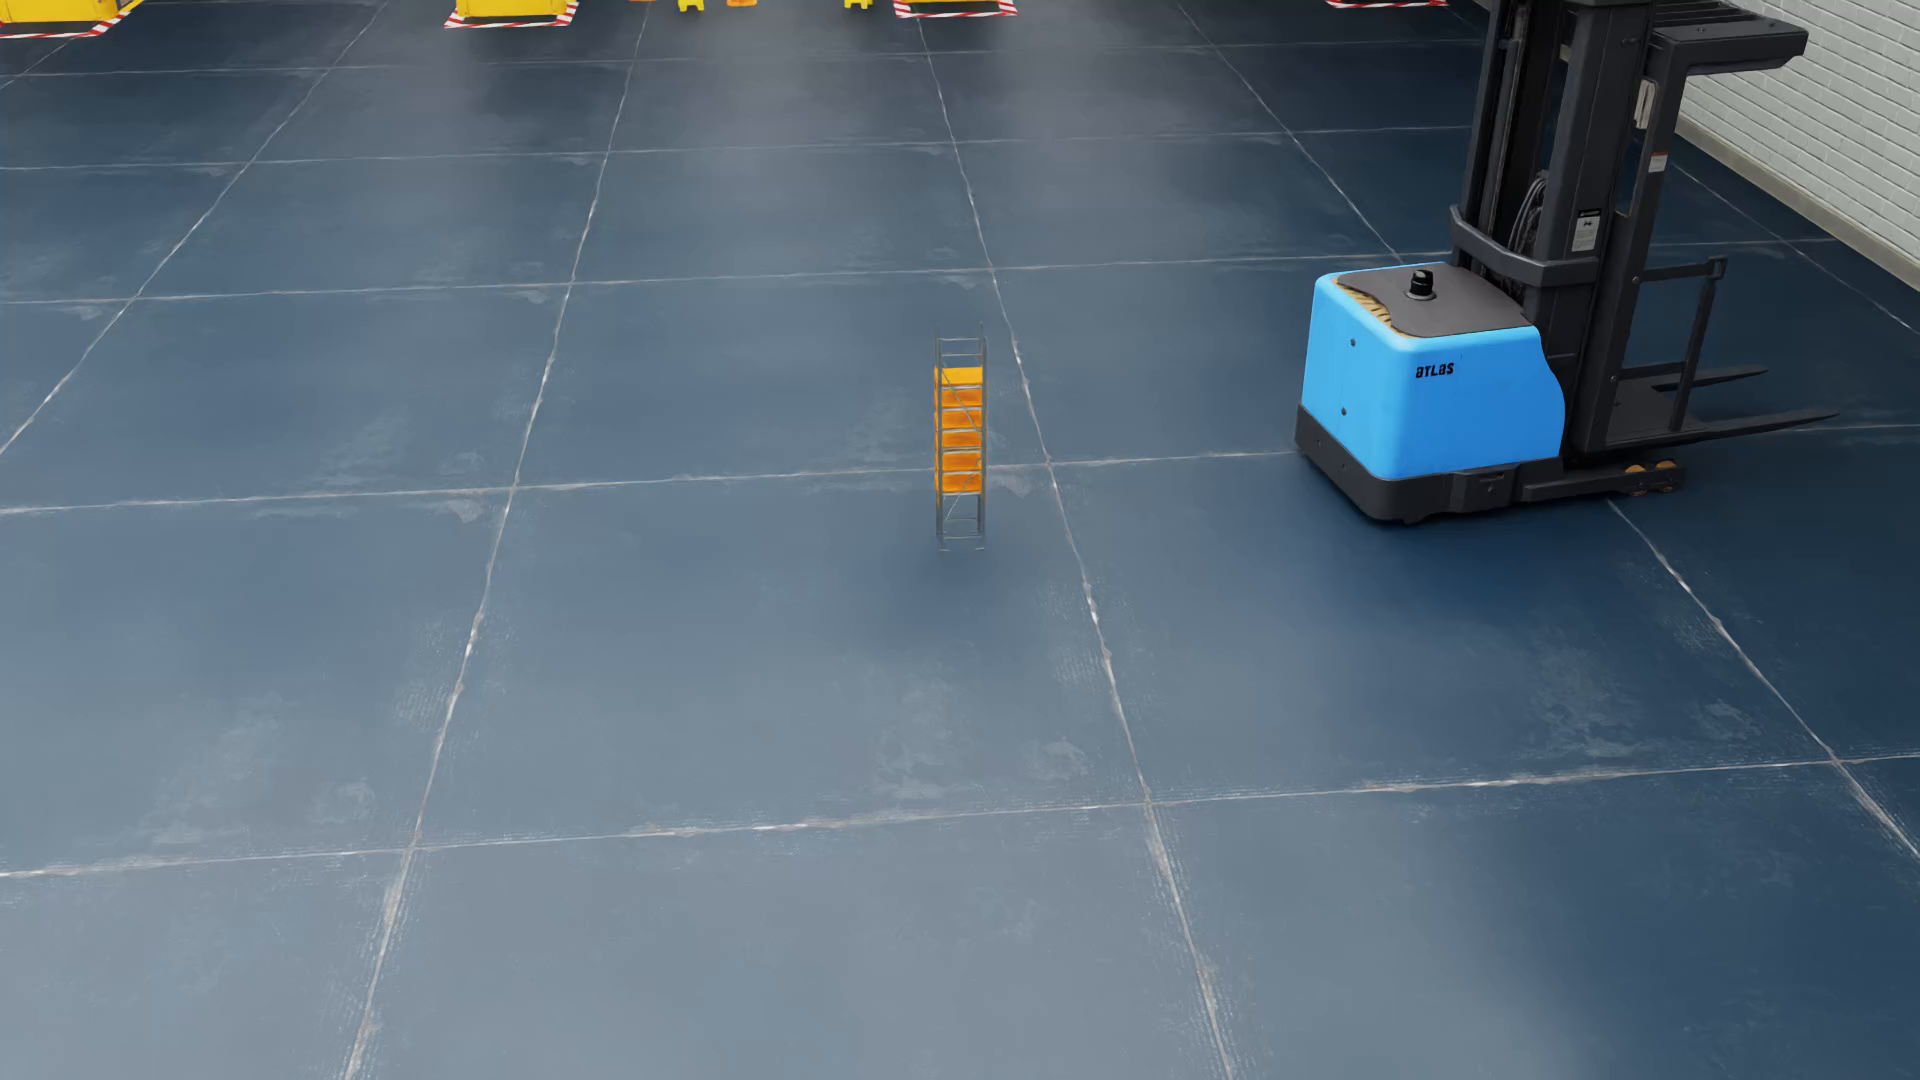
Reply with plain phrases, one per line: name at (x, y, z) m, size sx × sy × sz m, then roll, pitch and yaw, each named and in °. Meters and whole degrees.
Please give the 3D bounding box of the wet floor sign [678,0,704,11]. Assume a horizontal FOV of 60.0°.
wet floor sign at (-3.046, -6.295, 18.660) m, size 0.267 × 0.644 × 0.232 m, roll -8°, pitch 32°, yaw -13°

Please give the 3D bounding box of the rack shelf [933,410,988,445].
rack shelf at (0.001, -0.573, 8.391) m, size 0.258 × 0.103 × 0.180 m, roll -3°, pitch 31°, yaw -5°

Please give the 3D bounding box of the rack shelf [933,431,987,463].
rack shelf at (0.001, -0.470, 8.453) m, size 0.258 × 0.103 × 0.180 m, roll -3°, pitch 31°, yaw -5°

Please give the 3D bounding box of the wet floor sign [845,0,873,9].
wet floor sign at (-1.149, -6.355, 18.761) m, size 0.267 × 0.644 × 0.232 m, roll 8°, pitch 32°, yaw 13°

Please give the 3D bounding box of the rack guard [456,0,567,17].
rack guard at (-5.018, -6.140, 18.542) m, size 1.175 × 0.500 × 0.348 m, roll -3°, pitch 31°, yaw -5°

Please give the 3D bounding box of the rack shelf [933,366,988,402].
rack shelf at (0.001, -0.779, 8.268) m, size 0.258 × 0.103 × 0.180 m, roll -3°, pitch 31°, yaw -5°

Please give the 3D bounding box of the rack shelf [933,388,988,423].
rack shelf at (0.001, -0.676, 8.330) m, size 0.258 × 0.103 × 0.180 m, roll -3°, pitch 31°, yaw -5°

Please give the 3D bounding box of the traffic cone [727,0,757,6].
traffic cone at (-2.500, -6.356, 18.940) m, size 0.336 × 0.463 × 0.334 m, roll -3°, pitch 31°, yaw -5°

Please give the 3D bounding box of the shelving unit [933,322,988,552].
shelving unit at (0.001, -0.508, 8.430) m, size 0.258 × 1.200 × 0.189 m, roll -3°, pitch 31°, yaw -5°

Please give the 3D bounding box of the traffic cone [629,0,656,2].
traffic cone at (-3.656, -6.476, 19.140) m, size 0.336 × 0.463 × 0.334 m, roll -3°, pitch 31°, yaw -5°

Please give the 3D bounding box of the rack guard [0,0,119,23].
rack guard at (-9.975, -6.005, 18.316) m, size 1.175 × 0.500 × 0.348 m, roll -3°, pitch 31°, yaw -5°

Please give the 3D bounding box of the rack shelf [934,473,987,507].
rack shelf at (0.001, -0.264, 8.576) m, size 0.258 × 0.103 × 0.180 m, roll -3°, pitch 31°, yaw -5°

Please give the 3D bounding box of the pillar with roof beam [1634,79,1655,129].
pillar with roof beam at (1.947, -7.459, 12.462) m, size 9.100 × 9.000 × 0.400 m, roll -3°, pitch 31°, yaw -5°

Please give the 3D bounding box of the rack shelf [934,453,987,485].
rack shelf at (0.001, -0.367, 8.514) m, size 0.258 × 0.103 × 0.180 m, roll -3°, pitch 31°, yaw -5°

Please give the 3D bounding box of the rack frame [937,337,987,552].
rack frame at (0.010, -0.461, 8.352) m, size 0.240 × 1.200 × 0.006 m, roll -3°, pitch 31°, yaw -5°

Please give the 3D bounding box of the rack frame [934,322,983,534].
rack frame at (-0.007, -0.554, 8.508) m, size 0.240 × 1.200 × 0.006 m, roll -3°, pitch 31°, yaw -5°

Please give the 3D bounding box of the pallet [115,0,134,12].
pallet at (-10.016, -6.298, 19.088) m, size 1.003 × 0.211 × 1.213 m, roll -3°, pitch 31°, yaw -5°

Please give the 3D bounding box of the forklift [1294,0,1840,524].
forklift at (3.500, -1.753, 8.827) m, size 3.031 × 2.935 × 1.130 m, roll -8°, pitch 32°, yaw -13°

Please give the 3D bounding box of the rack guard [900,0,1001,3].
rack guard at (-0.109, -6.480, 19.111) m, size 1.175 × 0.500 × 0.348 m, roll -3°, pitch 31°, yaw -5°
